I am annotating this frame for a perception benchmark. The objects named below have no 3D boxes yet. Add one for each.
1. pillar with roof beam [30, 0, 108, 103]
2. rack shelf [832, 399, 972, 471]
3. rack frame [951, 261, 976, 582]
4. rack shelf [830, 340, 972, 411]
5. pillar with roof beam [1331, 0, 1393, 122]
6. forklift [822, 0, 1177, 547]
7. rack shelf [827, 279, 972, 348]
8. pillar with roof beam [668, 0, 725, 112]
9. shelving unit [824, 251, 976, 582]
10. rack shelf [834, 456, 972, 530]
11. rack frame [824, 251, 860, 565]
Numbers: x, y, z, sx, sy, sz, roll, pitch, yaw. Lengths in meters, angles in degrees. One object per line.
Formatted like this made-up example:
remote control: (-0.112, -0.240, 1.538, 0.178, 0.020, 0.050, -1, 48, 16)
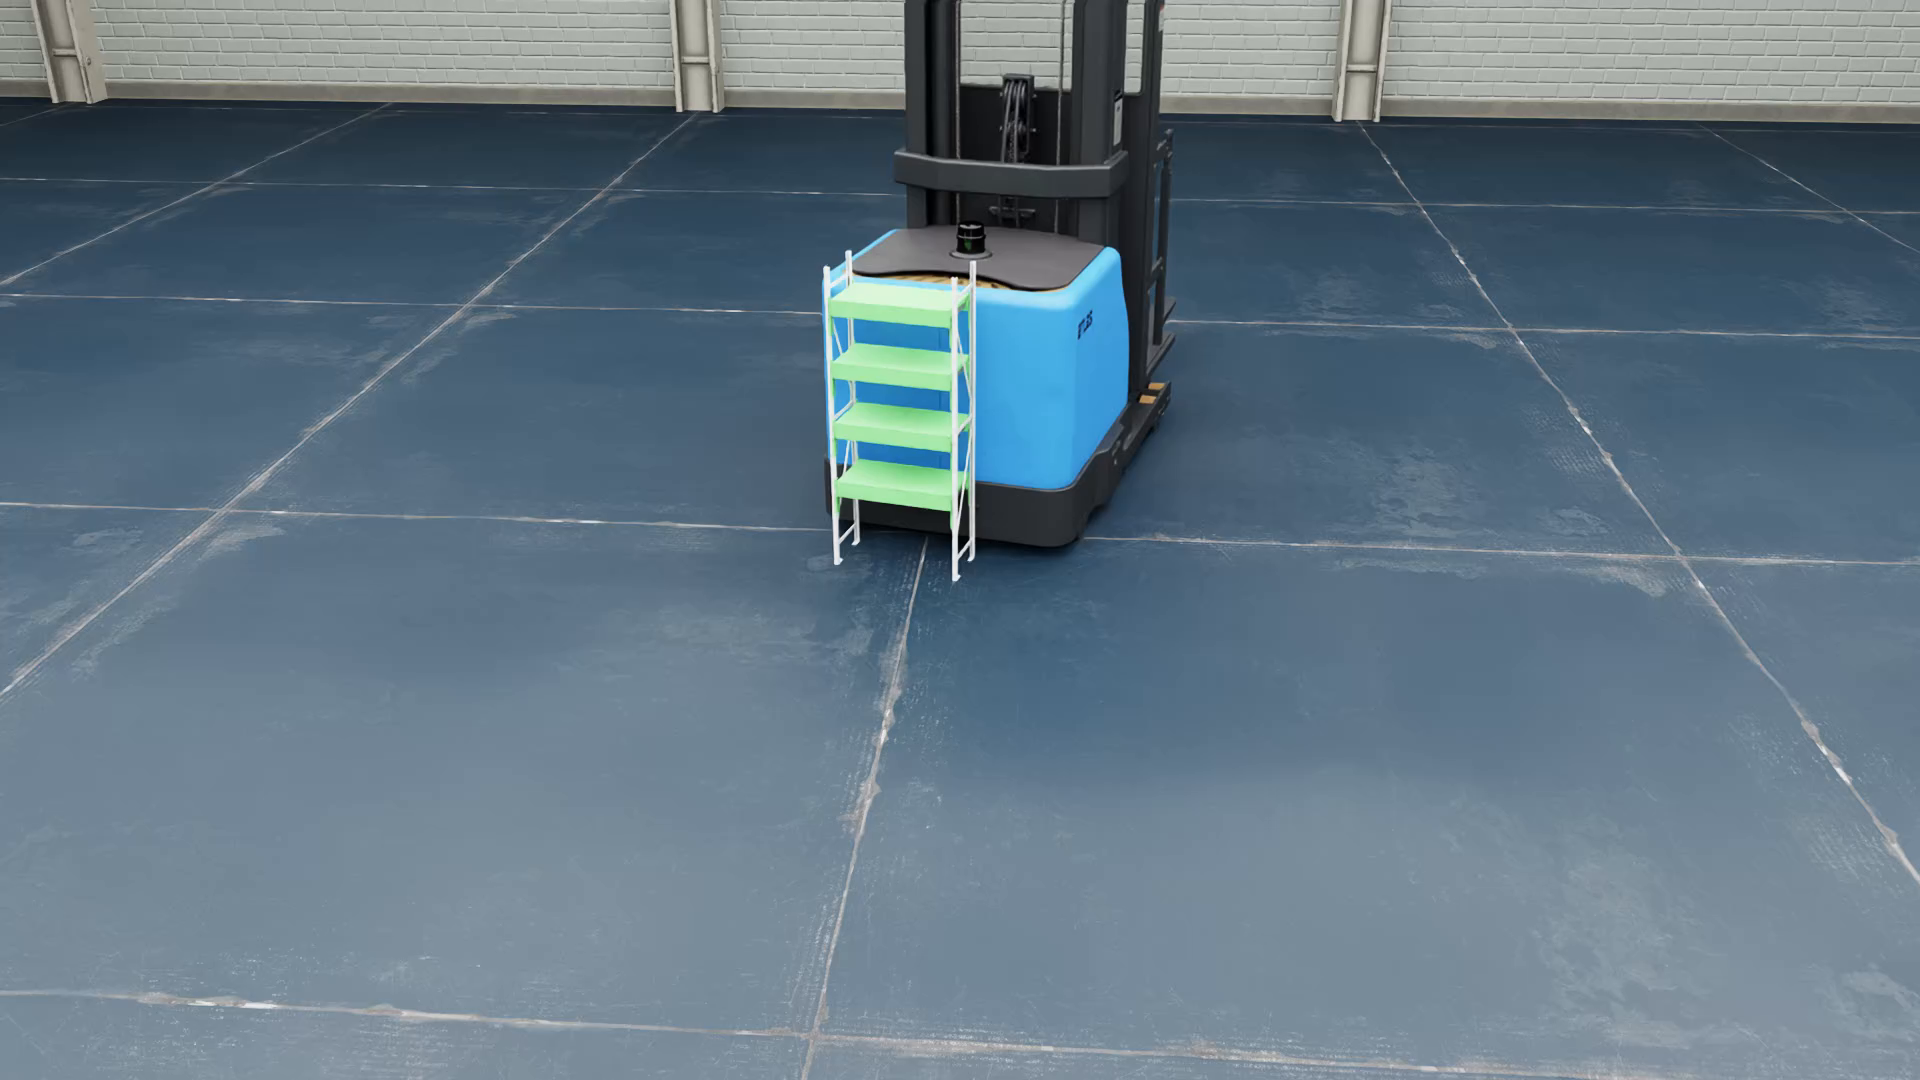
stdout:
pillar with roof beam: (-8.721, -6.493, 10.096, 0.400, 9.000, 9.100, 2, 25, 4)
rack shelf: (-0.218, -0.403, 6.343, 0.480, 0.148, 0.258, 8, 26, 16)
rack frame: (0.014, -0.430, 6.247, 0.015, 1.200, 0.240, 8, 26, 16)
rack shelf: (-0.218, -0.621, 6.242, 0.480, 0.148, 0.258, 8, 26, 16)
pillar with roof beam: (3.244, -6.109, 9.261, 0.400, 9.000, 9.100, 2, 25, 4)
forklift: (0.389, -1.896, 7.365, 1.130, 2.935, 3.031, 8, 26, 16)
rack shelf: (-0.218, -0.839, 6.140, 0.480, 0.148, 0.258, 8, 26, 16)
pillar with roof beam: (-2.738, -6.301, 9.679, 0.400, 9.000, 9.100, 2, 25, 4)
shelving unit: (-0.218, -0.461, 6.316, 0.503, 1.200, 0.258, 8, 26, 16)
rack shelf: (-0.217, -0.186, 6.444, 0.480, 0.148, 0.258, 8, 26, 16)
rack frame: (-0.450, -0.493, 6.384, 0.015, 1.200, 0.240, 8, 26, 16)
